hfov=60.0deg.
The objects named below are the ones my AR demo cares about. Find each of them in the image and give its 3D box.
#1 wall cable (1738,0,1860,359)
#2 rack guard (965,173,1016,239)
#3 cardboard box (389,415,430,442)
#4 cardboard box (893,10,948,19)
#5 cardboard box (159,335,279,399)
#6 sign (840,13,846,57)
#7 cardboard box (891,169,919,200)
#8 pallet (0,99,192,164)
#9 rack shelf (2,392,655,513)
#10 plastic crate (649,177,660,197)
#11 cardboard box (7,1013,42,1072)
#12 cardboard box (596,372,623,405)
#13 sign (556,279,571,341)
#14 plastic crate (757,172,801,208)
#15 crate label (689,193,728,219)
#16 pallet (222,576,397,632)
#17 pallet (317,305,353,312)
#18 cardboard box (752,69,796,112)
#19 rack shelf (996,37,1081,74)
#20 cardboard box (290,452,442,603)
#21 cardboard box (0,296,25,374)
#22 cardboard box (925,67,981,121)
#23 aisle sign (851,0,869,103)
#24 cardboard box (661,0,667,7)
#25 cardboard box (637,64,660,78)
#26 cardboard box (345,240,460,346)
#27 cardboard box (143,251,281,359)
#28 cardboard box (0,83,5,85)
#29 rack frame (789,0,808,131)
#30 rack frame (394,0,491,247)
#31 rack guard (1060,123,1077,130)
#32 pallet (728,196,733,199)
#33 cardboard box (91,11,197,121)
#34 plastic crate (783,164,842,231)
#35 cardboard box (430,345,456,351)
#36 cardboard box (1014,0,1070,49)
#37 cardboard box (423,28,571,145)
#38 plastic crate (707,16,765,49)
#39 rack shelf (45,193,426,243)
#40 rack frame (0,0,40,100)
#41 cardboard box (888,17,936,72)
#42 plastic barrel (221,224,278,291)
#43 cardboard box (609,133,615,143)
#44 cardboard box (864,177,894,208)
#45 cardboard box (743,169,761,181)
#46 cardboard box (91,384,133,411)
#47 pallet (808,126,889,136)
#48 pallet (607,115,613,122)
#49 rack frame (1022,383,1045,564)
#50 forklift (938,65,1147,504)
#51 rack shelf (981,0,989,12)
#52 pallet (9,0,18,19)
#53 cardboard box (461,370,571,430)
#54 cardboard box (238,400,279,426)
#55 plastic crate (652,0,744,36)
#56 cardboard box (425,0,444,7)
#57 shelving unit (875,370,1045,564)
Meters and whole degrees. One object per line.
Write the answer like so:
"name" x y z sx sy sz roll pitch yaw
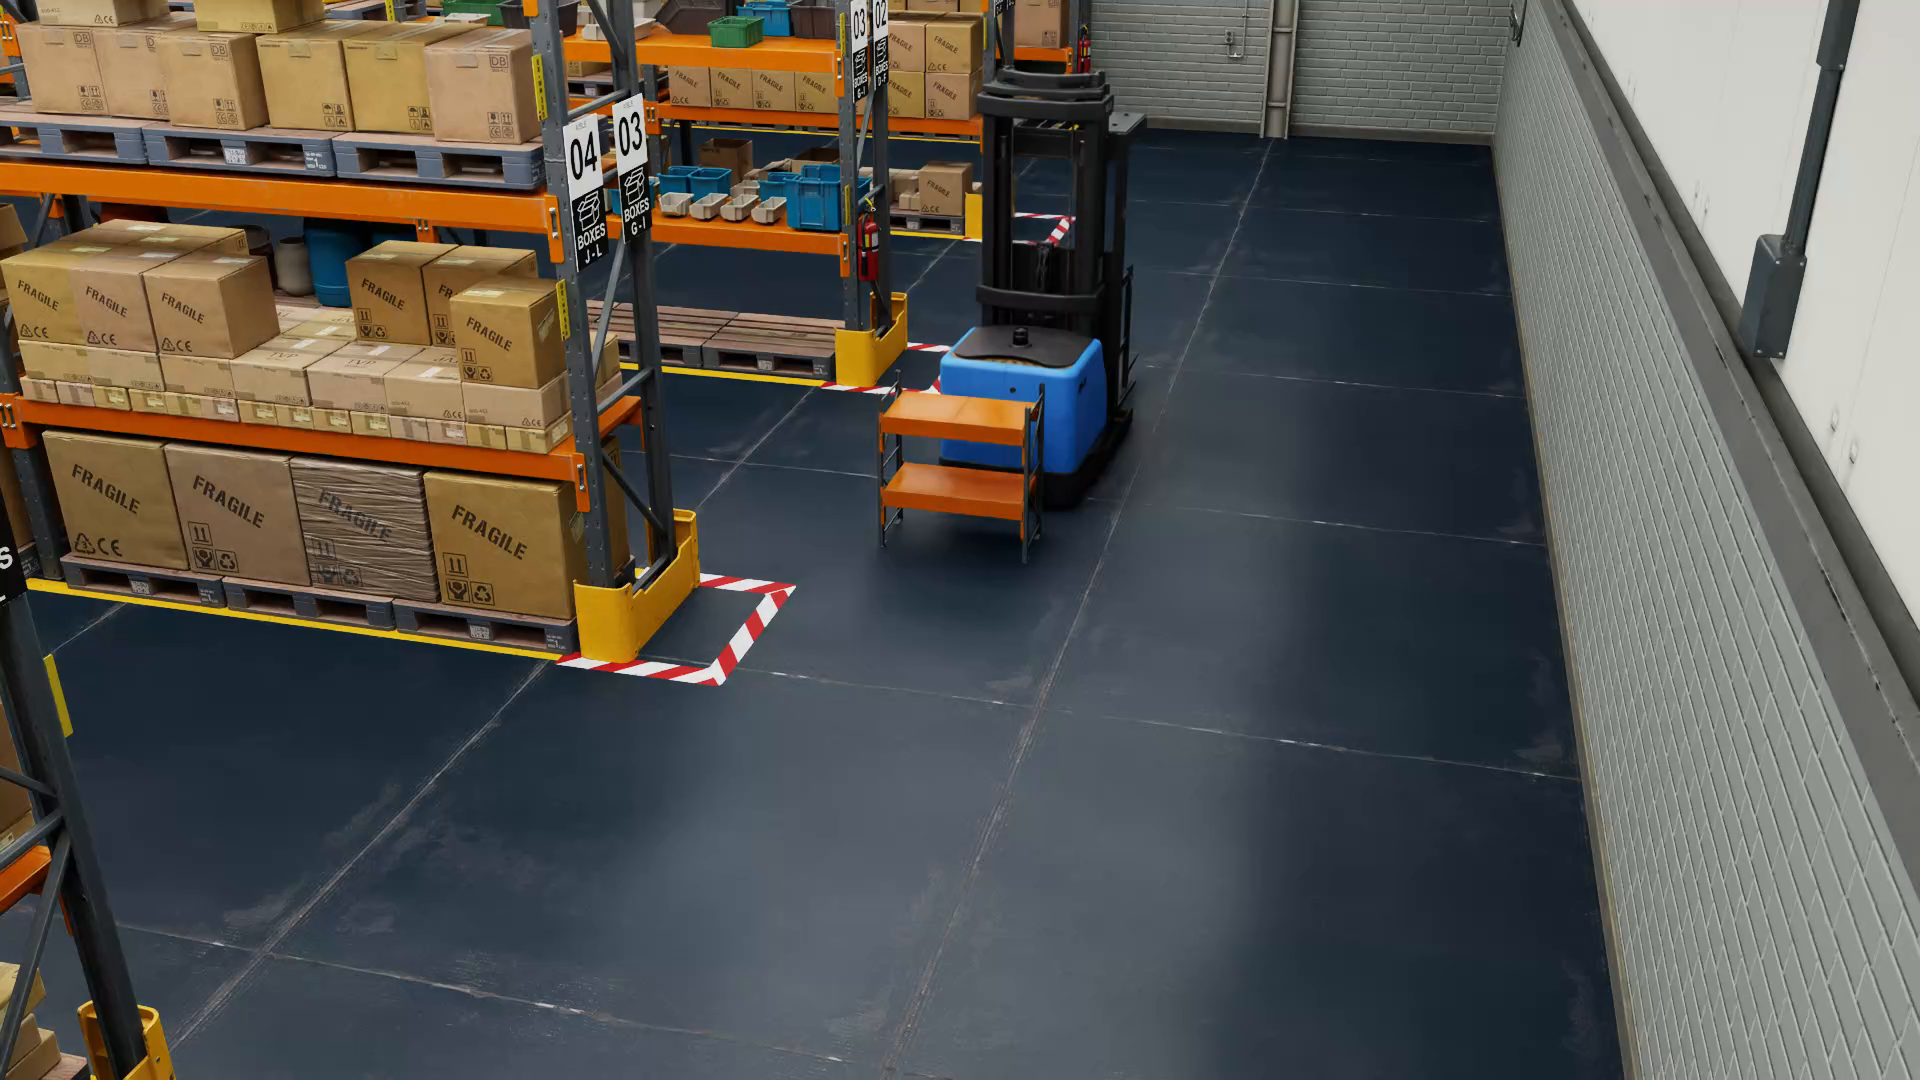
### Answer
"wall cable" 2.577 -2.986 3.692 0.120 5.999 2.277 6 26 13
"rack guard" 0.357 -3.868 19.175 0.348 0.500 1.175 6 26 13
"cardboard box" -3.205 -0.734 9.976 0.250 0.149 0.380 7 26 14
"cardboard box" -0.442 -5.695 18.825 0.500 0.500 0.500 7 26 14
"cardboard box" -4.541 -1.092 10.264 0.500 0.250 0.500 7 26 14
"sign" -0.928 -4.003 13.183 0.005 0.325 0.100 6 26 13
"cardboard box" -0.510 -4.175 19.599 0.500 0.250 0.500 6 26 13
"pallet" -5.125 -2.515 10.039 1.213 0.211 1.003 6 26 13
"rack shelf" -3.978 -0.754 10.563 4.000 0.370 1.077 6 26 13
"plastic crate" -2.920 -3.202 15.104 0.466 0.136 0.293 6 26 13
"cardboard box" -3.817 1.990 6.445 0.250 0.149 0.380 7 26 15
"cardboard box" -2.302 -0.927 10.381 0.250 0.149 0.380 7 26 14
"sign" -2.189 -1.270 9.187 0.005 0.325 0.100 6 26 13
"plastic crate" -1.602 -3.112 14.804 0.300 0.233 0.416 6 26 13
"crate label" -2.195 -2.903 14.477 0.243 0.136 0.396 6 26 13
"pallet" -4.012 0.210 10.945 1.213 0.211 1.003 6 26 13
"pallet" -5.418 -2.196 15.998 1.213 0.211 1.003 6 26 13
"cardboard box" -2.037 -5.186 18.918 0.500 0.500 0.500 6 26 13
"rack shelf" -0.277 -6.940 23.557 4.000 0.370 1.077 6 26 13
"cardboard box" -3.562 -0.228 10.603 0.875 0.875 0.875 6 26 13
"cardboard box" -6.435 -1.274 10.703 0.500 0.500 0.500 6 26 13
"cardboard box" -0.071 -4.968 18.461 0.500 0.500 0.500 7 26 15
"aisle sign" -0.810 -3.971 13.458 0.004 0.787 0.394 6 26 13
"cardboard box" -4.189 -7.771 23.980 0.500 0.500 0.500 7 26 14
"cardboard box" -3.847 -5.795 19.710 0.500 0.500 0.700 -2 26 -5
"cardboard box" -3.426 -1.540 10.333 0.500 0.500 0.500 6 26 12
"cardboard box" -4.534 -1.431 10.103 0.500 0.500 0.500 5 26 11
"cardboard box" -13.016 -5.900 22.372 0.500 0.500 0.500 6 26 13
"rack frame" -2.214 -7.479 23.852 0.127 3.000 1.000 6 26 13
"rack frame" -4.681 -3.355 15.189 0.127 3.000 1.000 6 26 13
"rack guard" 1.684 -5.920 23.485 0.348 0.500 1.175 6 26 13
"pallet" -2.779 -4.084 19.964 1.213 0.211 1.003 6 26 13
"cardboard box" -4.622 -2.809 9.832 0.500 0.500 0.700 8 27 16
"plastic crate" -1.178 -2.928 14.181 0.499 0.435 0.616 6 26 13
"cardboard box" -2.943 -1.148 10.382 0.500 0.250 0.500 6 26 12
"cardboard box" 1.164 -7.237 22.994 0.700 0.700 0.980 8 26 15
"cardboard box" -2.558 -2.532 9.250 0.500 0.500 0.700 5 26 10
"plastic crate" -1.833 -4.172 13.662 0.336 0.188 0.450 6 26 13
"rack shelf" -6.618 -3.244 15.793 4.000 0.370 1.077 6 26 13
"rack frame" -5.915 -4.002 9.568 0.127 3.000 1.000 6 26 13
"cardboard box" -0.559 -5.472 18.356 0.500 0.500 0.500 7 26 14
"plastic barrel" -6.983 -2.718 16.168 0.708 0.588 0.600 6 26 13
"cardboard box" -4.371 -4.692 20.394 0.500 0.500 0.500 7 26 14
"cardboard box" -1.070 -4.015 19.263 0.500 0.250 0.500 6 26 13
"cardboard box" -2.443 -4.370 20.126 0.250 0.149 0.380 6 26 13
"cardboard box" -5.201 -0.953 10.437 0.250 0.149 0.380 7 26 15
"pallet" -1.497 -6.106 24.212 1.213 0.211 1.003 6 26 13
"pallet" -5.343 -6.533 25.108 1.213 0.211 1.003 6 26 13
"rack frame" 0.499 -0.453 11.274 0.032 1.125 0.500 6 26 13
"forklift" 0.775 -2.191 12.824 1.130 2.935 3.031 8 27 16
"rack shelf" -1.507 -6.232 18.580 4.000 0.370 1.077 6 26 13
"pallet" -7.838 -4.930 15.227 1.213 0.211 1.003 6 26 13
"cardboard box" -2.576 -0.873 9.804 0.500 0.250 0.500 6 26 12
"cardboard box" -4.201 -0.843 10.205 0.250 0.149 0.380 6 26 11
"plastic crate" -2.218 -4.531 14.242 0.767 0.338 0.504 6 26 13
"cardboard box" -7.757 -8.322 24.993 0.500 0.500 0.700 6 26 13
"shelving unit" 0.007 -0.507 11.388 1.048 1.125 0.538 6 26 13
